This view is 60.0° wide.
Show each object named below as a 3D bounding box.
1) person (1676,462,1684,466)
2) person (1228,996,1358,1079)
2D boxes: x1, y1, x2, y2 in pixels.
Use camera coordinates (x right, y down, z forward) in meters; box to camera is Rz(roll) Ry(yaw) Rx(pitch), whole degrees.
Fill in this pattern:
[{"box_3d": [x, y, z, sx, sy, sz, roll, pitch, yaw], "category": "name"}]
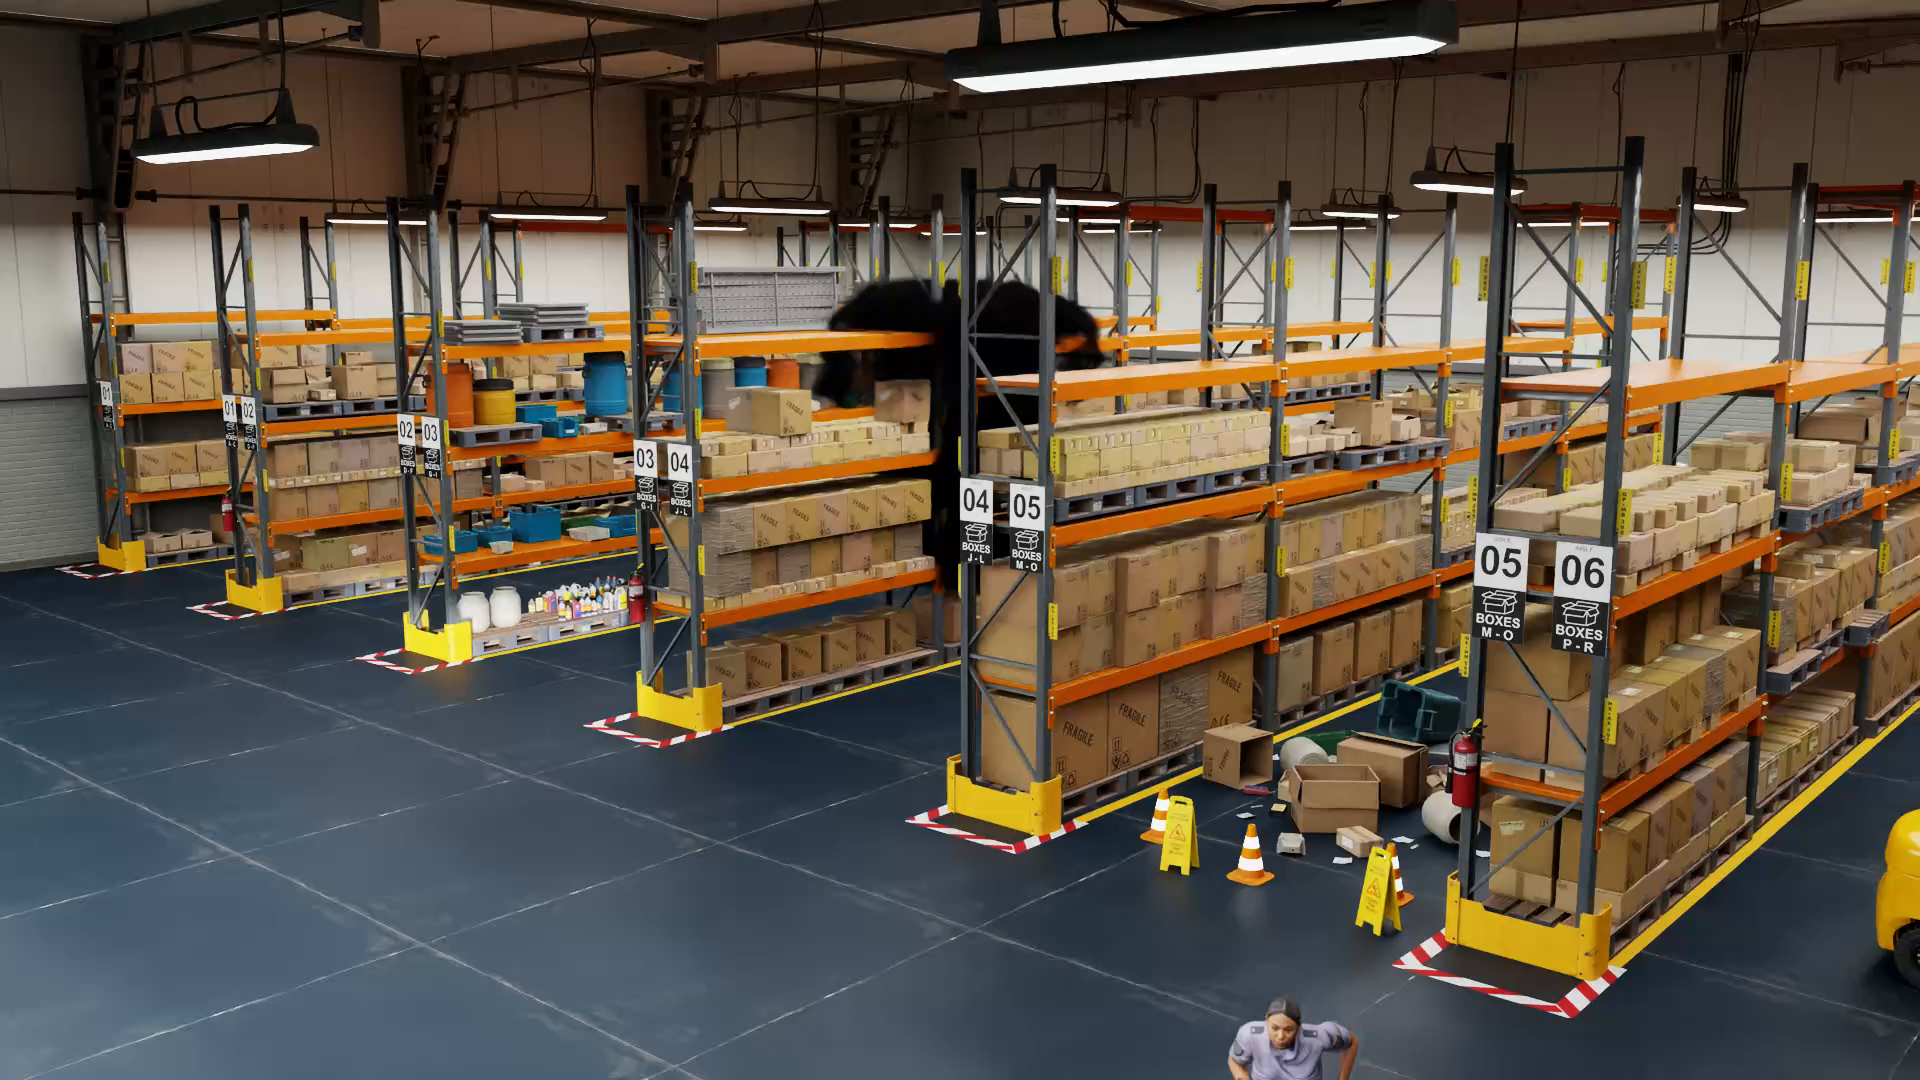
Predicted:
[{"box_3d": [12.436, -0.495, 29.019, 0.607, 1.743, 0.651, 0, 9, 2], "category": "person"}, {"box_3d": [1.739, 3.006, 8.709, 0.648, 1.612, 0.967, 3, 10, 17], "category": "person"}]
